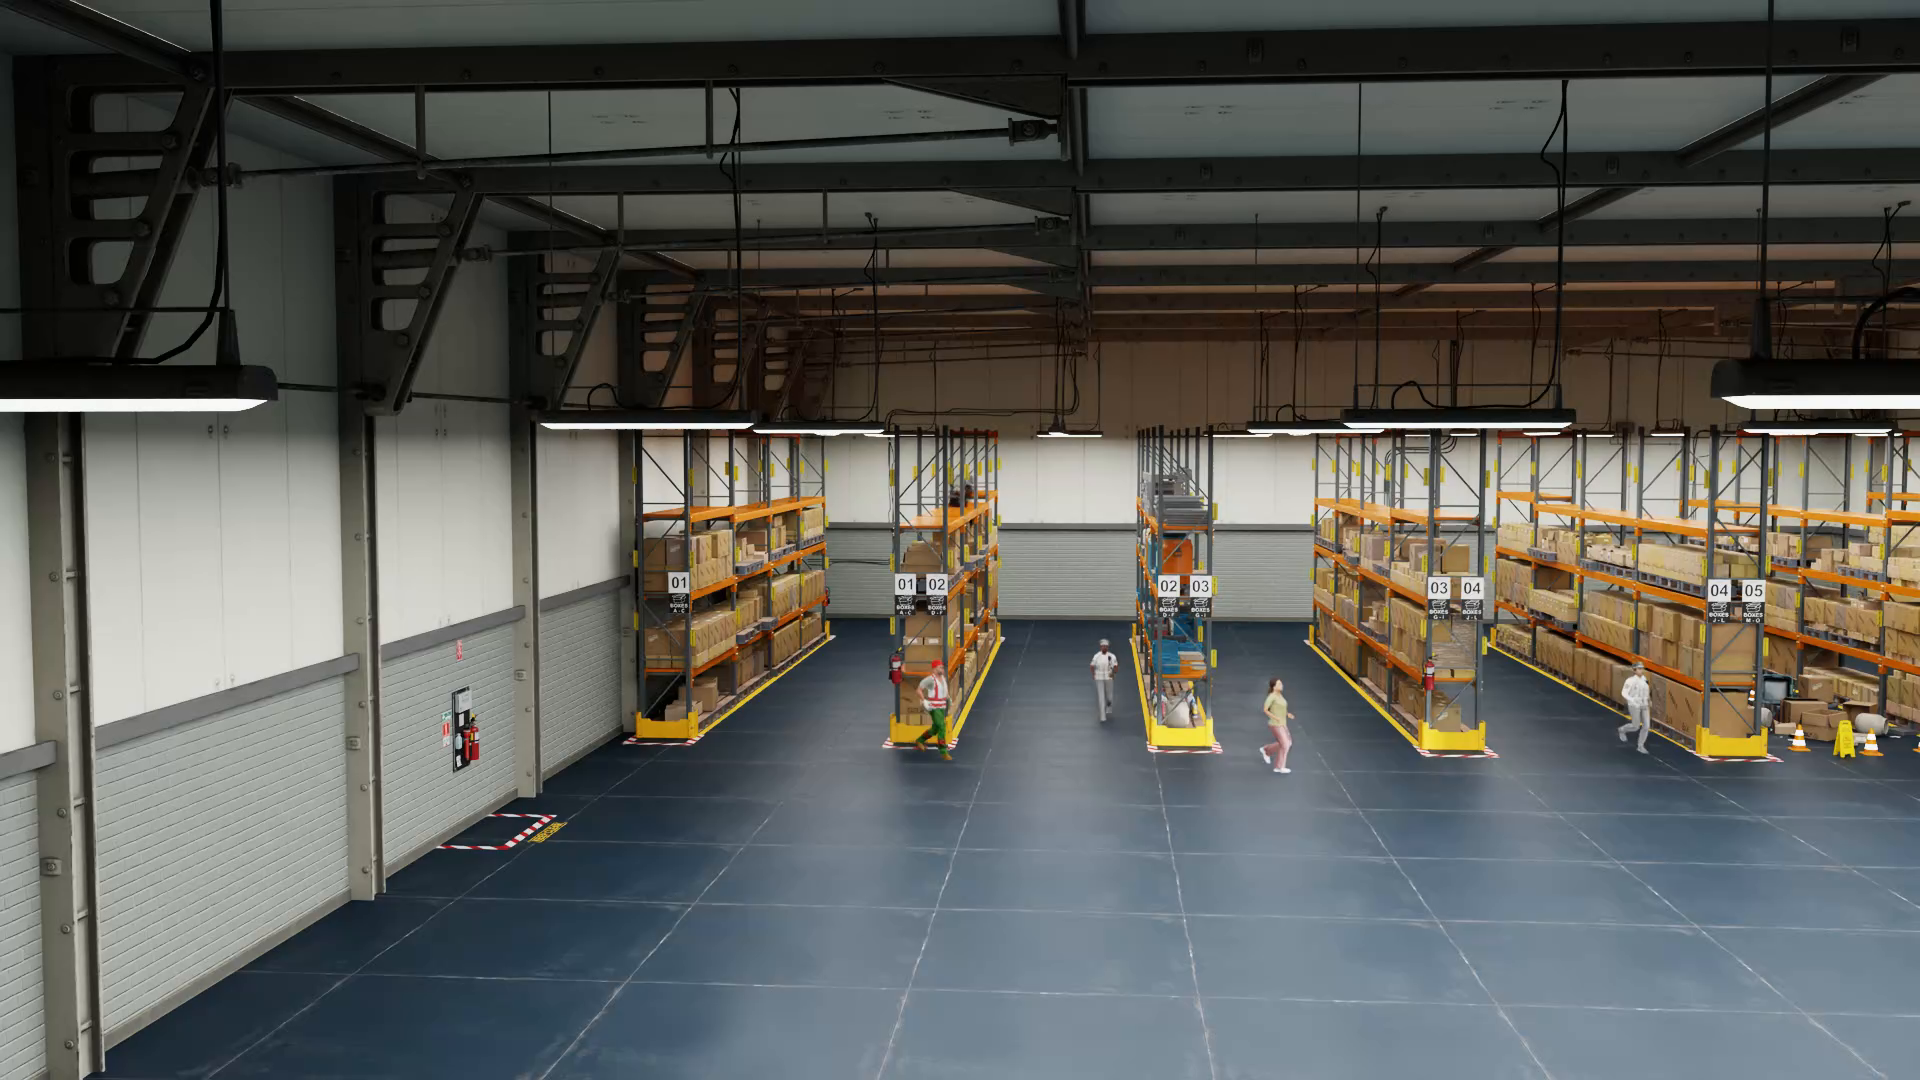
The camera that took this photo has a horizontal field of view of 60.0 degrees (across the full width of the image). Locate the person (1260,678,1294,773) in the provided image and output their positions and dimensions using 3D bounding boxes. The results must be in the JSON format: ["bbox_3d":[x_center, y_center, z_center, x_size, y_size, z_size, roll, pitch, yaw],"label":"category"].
[{"bbox_3d":[5.433,3.187,28.707,0.611,1.625,0.618,2,4,35],"label":"person"}]

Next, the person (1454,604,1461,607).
[{"bbox_3d":[13.766,2.076,46.980,0.548,1.663,0.759,-1,4,-19],"label":"person"}]

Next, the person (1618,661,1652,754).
[{"bbox_3d":[12.463,3.057,30.639,0.630,1.675,0.712,-1,4,-17],"label":"person"}]

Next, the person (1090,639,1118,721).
[{"bbox_3d":[2.935,2.846,34.053,0.562,1.653,0.666,0,3,6],"label":"person"}]

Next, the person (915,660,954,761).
[{"bbox_3d":[-0.448,3.039,29.942,0.927,1.791,0.682,2,4,35],"label":"person"}]
